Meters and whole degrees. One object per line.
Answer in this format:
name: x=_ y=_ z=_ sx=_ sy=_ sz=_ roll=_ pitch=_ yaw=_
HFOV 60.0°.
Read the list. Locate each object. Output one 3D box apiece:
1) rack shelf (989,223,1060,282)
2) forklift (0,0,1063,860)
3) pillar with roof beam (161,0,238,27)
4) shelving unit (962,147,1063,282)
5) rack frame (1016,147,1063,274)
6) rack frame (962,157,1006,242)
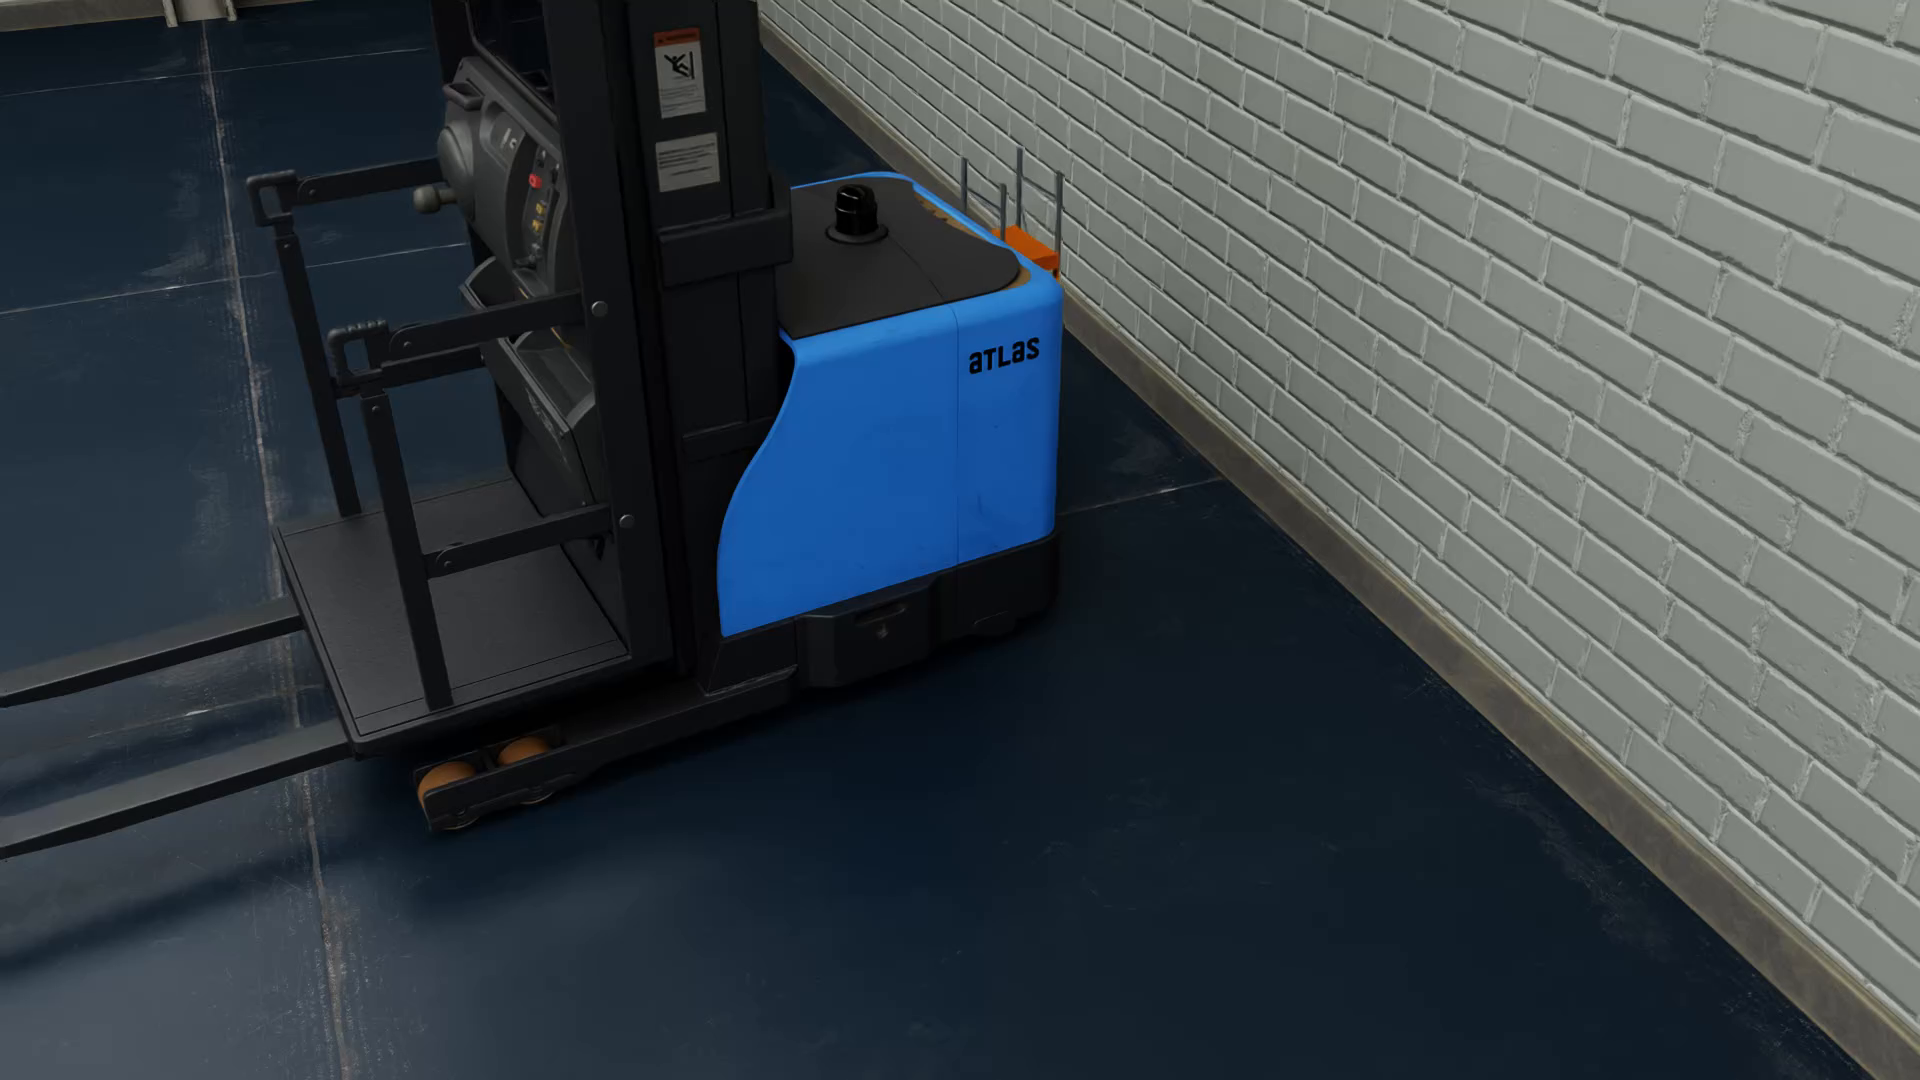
rack shelf: x=0.146 y=-0.814 z=4.822 sx=0.180 sy=0.103 sz=0.258 roll=-17 pitch=37 yaw=-24
forklift: x=-1.255 y=-0.839 z=3.851 sx=3.031 sy=2.935 sz=1.130 roll=-17 pitch=37 yaw=-24
pillar with roof beam: x=-2.964 y=-4.804 z=4.382 sx=0.400 sy=9.000 sz=9.100 roll=-13 pitch=35 yaw=-19
shelving unit: x=0.146 y=-0.549 z=4.994 sx=0.189 sy=1.200 sz=0.258 roll=-17 pitch=37 yaw=-24
rack frame: x=0.226 y=-0.573 z=5.031 sx=0.006 sy=1.200 sz=0.240 roll=-17 pitch=37 yaw=-24
rack frame: x=0.066 y=-0.525 z=4.956 sx=0.006 sy=1.200 sz=0.240 roll=-17 pitch=37 yaw=-24
